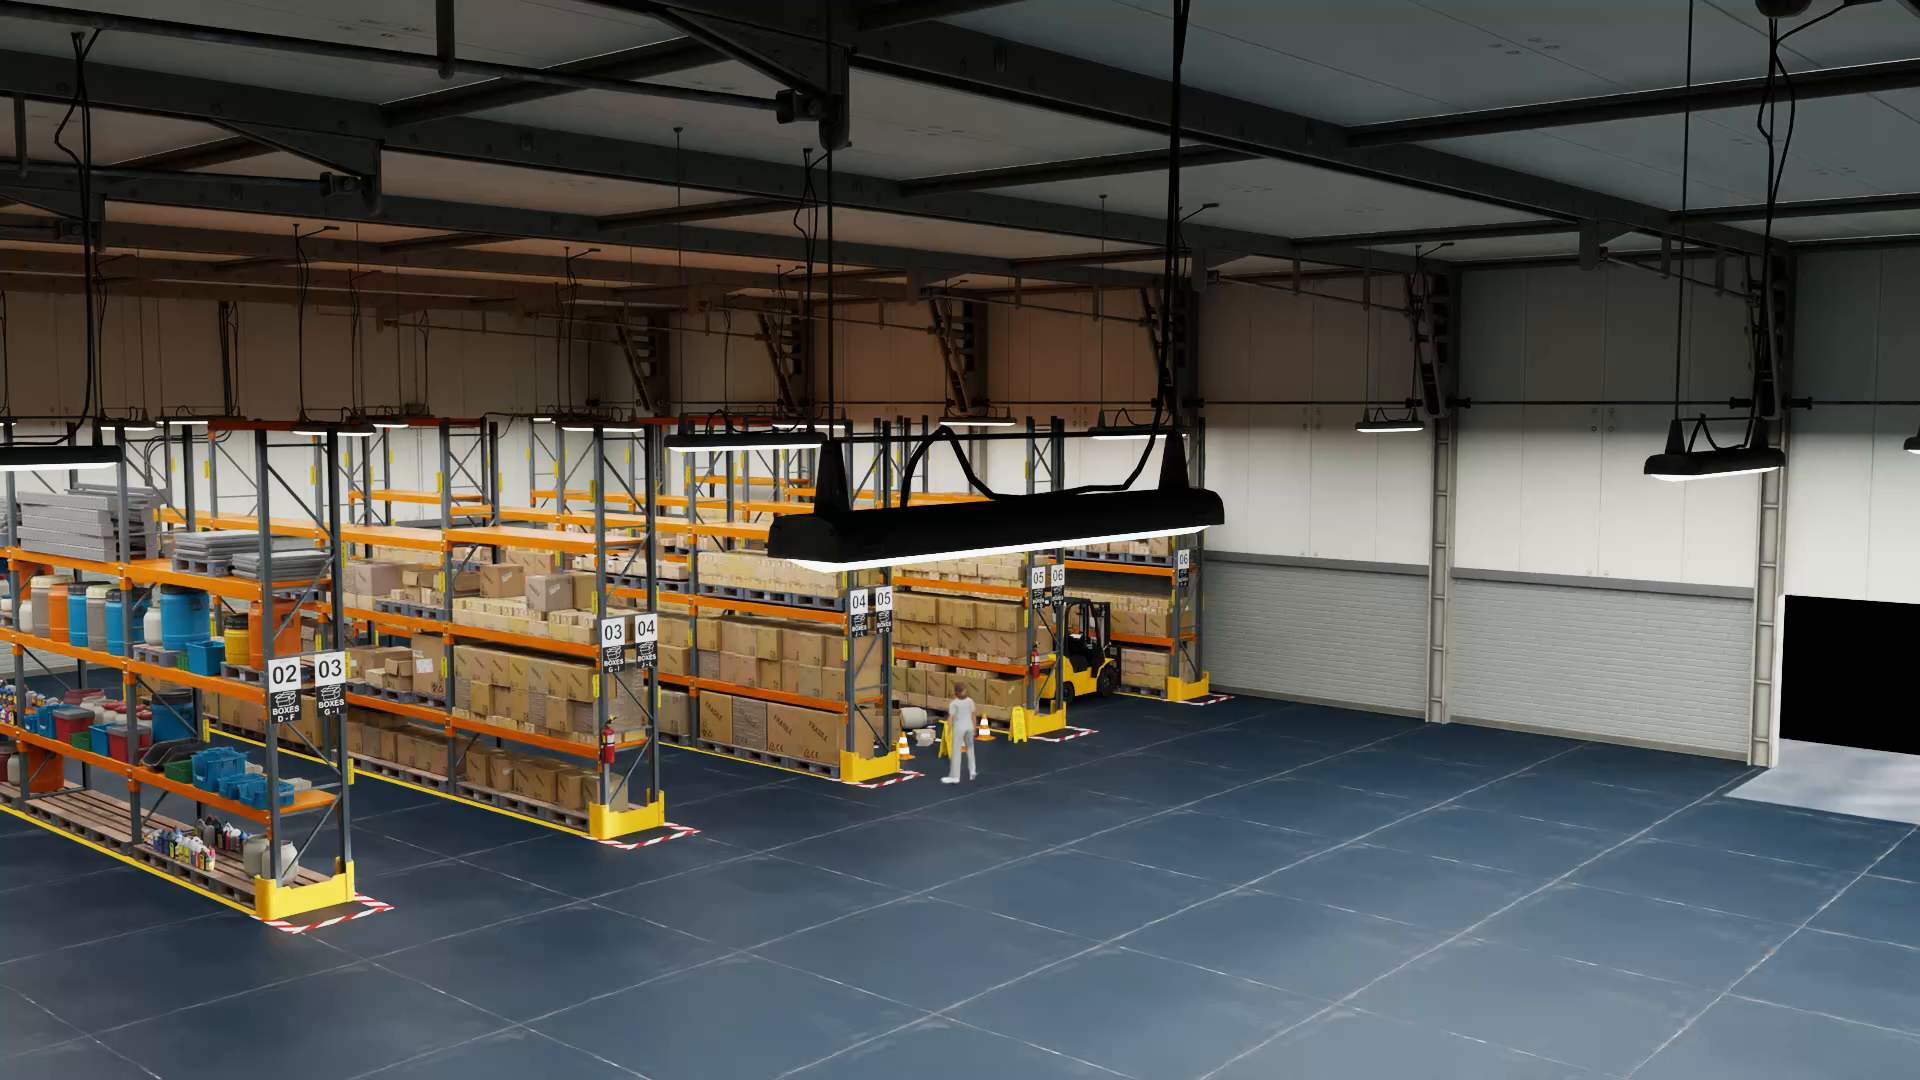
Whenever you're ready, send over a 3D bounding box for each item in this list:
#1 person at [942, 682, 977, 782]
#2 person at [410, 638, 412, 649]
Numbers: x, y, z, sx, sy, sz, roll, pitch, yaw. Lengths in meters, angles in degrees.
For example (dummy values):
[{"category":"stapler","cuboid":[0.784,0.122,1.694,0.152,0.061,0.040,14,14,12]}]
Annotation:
[{"category":"person","cuboid":[0.037,3.195,27.635,0.584,1.668,0.406,-2,5,-27]},{"category":"person","cuboid":[-13.085,2.128,40.391,0.617,1.841,0.418,-2,5,-24]}]
